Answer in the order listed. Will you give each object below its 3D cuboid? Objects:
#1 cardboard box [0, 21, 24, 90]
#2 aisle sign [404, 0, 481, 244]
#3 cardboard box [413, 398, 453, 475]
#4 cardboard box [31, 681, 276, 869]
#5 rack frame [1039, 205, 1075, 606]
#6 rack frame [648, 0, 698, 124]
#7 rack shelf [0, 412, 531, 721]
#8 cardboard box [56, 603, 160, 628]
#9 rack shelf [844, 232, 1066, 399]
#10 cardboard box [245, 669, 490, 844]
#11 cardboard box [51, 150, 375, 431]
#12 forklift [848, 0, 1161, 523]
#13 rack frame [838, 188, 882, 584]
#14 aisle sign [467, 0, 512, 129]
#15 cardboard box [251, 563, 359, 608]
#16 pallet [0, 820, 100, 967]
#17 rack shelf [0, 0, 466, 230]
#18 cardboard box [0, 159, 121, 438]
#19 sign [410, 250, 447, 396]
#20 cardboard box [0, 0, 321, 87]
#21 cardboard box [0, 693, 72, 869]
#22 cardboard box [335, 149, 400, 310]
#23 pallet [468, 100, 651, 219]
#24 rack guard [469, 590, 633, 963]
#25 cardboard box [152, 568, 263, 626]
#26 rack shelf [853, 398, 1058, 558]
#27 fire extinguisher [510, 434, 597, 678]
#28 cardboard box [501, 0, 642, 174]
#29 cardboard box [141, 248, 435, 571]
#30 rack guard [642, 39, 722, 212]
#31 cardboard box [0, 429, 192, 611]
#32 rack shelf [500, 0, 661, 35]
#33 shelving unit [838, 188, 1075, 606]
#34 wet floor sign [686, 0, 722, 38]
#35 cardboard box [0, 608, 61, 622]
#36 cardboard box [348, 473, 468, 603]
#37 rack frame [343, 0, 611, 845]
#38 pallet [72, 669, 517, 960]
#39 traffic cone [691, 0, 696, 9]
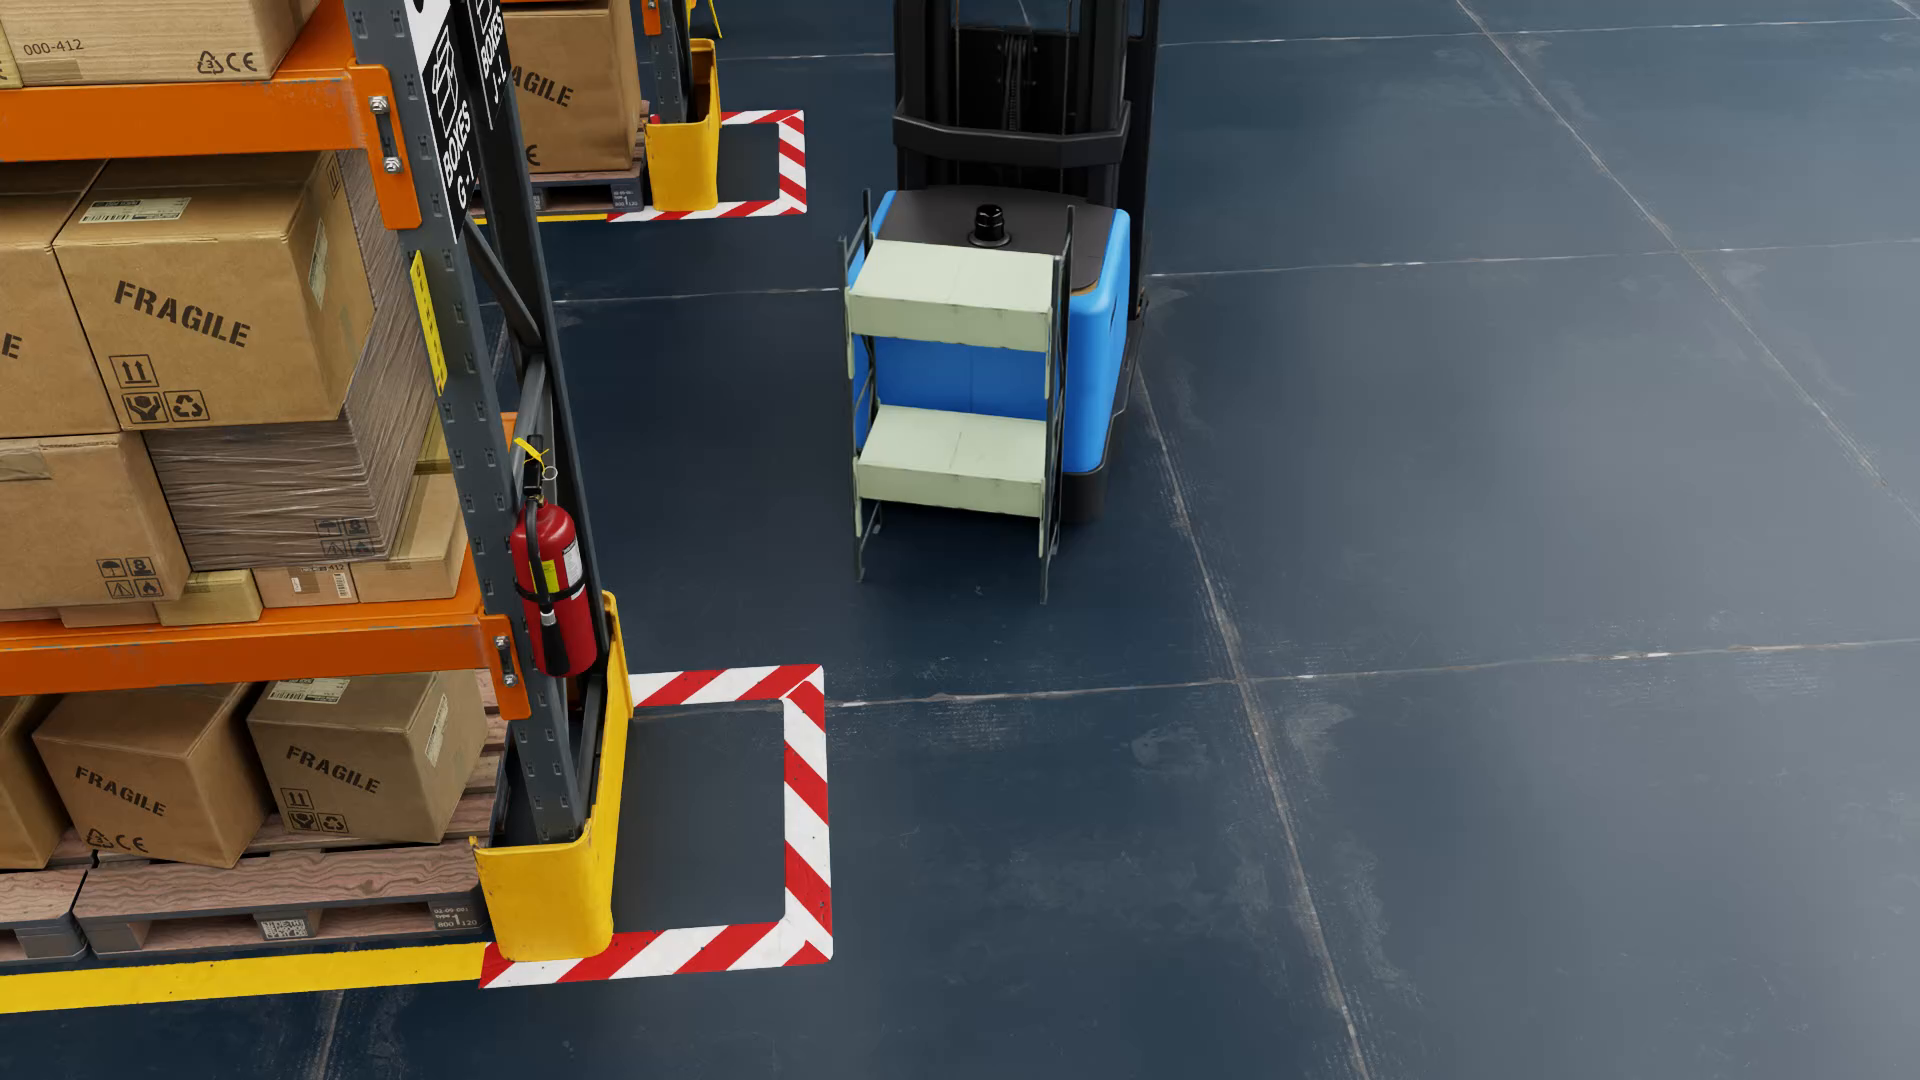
[{"bbox_3d":[-2.182,-1.158,3.495,0.500,0.250,0.500,-3,38,-4],"label":"cardboard box"},{"bbox_3d":[-1.139,-1.090,3.611,0.004,0.787,0.394,-3,38,-4],"label":"aisle sign"},{"bbox_3d":[-1.532,-0.284,4.891,0.250,0.149,0.380,-3,38,-4],"label":"cardboard box"},{"bbox_3d":[-2.443,0.643,5.192,0.500,0.500,0.500,6,39,8],"label":"cardboard box"},{"bbox_3d":[0.353,-0.458,6.120,0.023,1.500,0.400,6,39,8],"label":"rack frame"},{"bbox_3d":[-1.566,-3.317,8.532,0.127,3.000,1.000,-3,38,-4],"label":"rack frame"},{"bbox_3d":[-3.219,0.141,4.731,4.000,0.370,1.077,-3,38,-4],"label":"rack shelf"},{"bbox_3d":[-2.237,0.053,4.464,0.250,0.149,0.380,-3,38,-4],"label":"cardboard box"},{"bbox_3d":[-0.007,-0.805,5.930,0.720,0.370,0.431,6,39,8],"label":"rack shelf"},{"bbox_3d":[-1.851,0.589,5.261,0.500,0.500,0.500,4,38,4],"label":"cardboard box"},{"bbox_3d":[-1.753,-0.617,3.983,0.500,0.500,0.500,-3,38,-4],"label":"cardboard box"},{"bbox_3d":[0.314,-2.133,7.087,1.130,2.935,3.031,6,39,8],"label":"forklift"},{"bbox_3d":[-0.367,-0.539,6.223,0.023,1.500,0.400,6,39,8],"label":"rack frame"},{"bbox_3d":[-1.192,-1.460,4.080,0.004,0.787,0.394,-3,38,-4],"label":"aisle sign"},{"bbox_3d":[-1.742,0.004,4.527,0.250,0.149,0.380,-3,38,-4],"label":"cardboard box"},{"bbox_3d":[-3.328,0.935,5.394,1.213,0.211,1.003,-3,38,-4],"label":"pallet"},{"bbox_3d":[-3.219,-1.037,3.801,4.000,0.370,1.077,-3,38,-4],"label":"rack shelf"},{"bbox_3d":[-2.251,-0.586,3.943,0.500,0.500,0.500,-3,38,-4],"label":"cardboard box"},{"bbox_3d":[-1.198,-0.486,3.755,0.005,0.325,0.100,-3,38,-4],"label":"sign"},{"bbox_3d":[-1.685,-1.187,3.532,0.500,0.250,0.500,-2,38,-3],"label":"cardboard box"},{"bbox_3d":[-3.068,0.666,5.164,0.500,0.500,0.500,0,38,0],"label":"cardboard box"},{"bbox_3d":[-1.799,-0.938,4.389,0.500,0.500,0.500,-3,38,-4],"label":"cardboard box"},{"bbox_3d":[-2.355,-2.130,9.279,1.213,0.211,1.003,-3,38,-4],"label":"pallet"},{"bbox_3d":[-1.303,0.734,5.416,0.348,0.500,1.175,-3,38,-4],"label":"rack guard"},{"bbox_3d":[-1.986,0.049,4.469,0.250,0.149,0.380,-3,38,-4],"label":"cardboard box"},{"bbox_3d":[-0.007,-0.243,6.373,0.720,0.370,0.431,6,39,8],"label":"rack shelf"},{"bbox_3d":[-1.072,0.057,4.318,0.183,0.674,0.296,-3,38,-4],"label":"fire extinguisher"},{"bbox_3d":[-2.235,-2.570,8.962,0.875,0.875,0.875,-3,38,-4],"label":"cardboard box"},{"bbox_3d":[-1.777,-0.394,4.507,0.500,0.500,0.875,-3,38,-4],"label":"cardboard box"},{"bbox_3d":[-1.542,-2.337,9.308,0.348,0.500,1.175,-3,38,-4],"label":"rack guard"},{"bbox_3d":[-2.265,-0.293,4.378,0.500,0.500,0.875,-3,38,-4],"label":"cardboard box"},{"bbox_3d":[-3.558,-2.925,8.616,4.000,0.370,1.077,-3,38,-4],"label":"rack shelf"},{"bbox_3d":[-0.007,-0.499,6.171,0.755,1.500,0.431,6,39,8],"label":"shelving unit"},{"bbox_3d":[-1.712,-3.616,10.812,0.232,0.644,0.267,-9,39,-12],"label":"wet floor sign"},{"bbox_3d":[-2.489,0.042,4.479,0.250,0.149,0.380,-3,38,-4],"label":"cardboard box"},{"bbox_3d":[-1.493,-0.010,4.543,0.250,0.149,0.380,-3,38,-4],"label":"cardboard box"},{"bbox_3d":[-1.227,-0.251,4.647,0.127,3.000,1.000,-3,38,-4],"label":"rack frame"},{"bbox_3d":[-2.115,0.870,5.476,1.213,0.211,1.003,-3,38,-4],"label":"pallet"},{"bbox_3d":[-1.982,-3.884,11.299,0.334,0.463,0.336,-3,38,-4],"label":"traffic cone"}]
